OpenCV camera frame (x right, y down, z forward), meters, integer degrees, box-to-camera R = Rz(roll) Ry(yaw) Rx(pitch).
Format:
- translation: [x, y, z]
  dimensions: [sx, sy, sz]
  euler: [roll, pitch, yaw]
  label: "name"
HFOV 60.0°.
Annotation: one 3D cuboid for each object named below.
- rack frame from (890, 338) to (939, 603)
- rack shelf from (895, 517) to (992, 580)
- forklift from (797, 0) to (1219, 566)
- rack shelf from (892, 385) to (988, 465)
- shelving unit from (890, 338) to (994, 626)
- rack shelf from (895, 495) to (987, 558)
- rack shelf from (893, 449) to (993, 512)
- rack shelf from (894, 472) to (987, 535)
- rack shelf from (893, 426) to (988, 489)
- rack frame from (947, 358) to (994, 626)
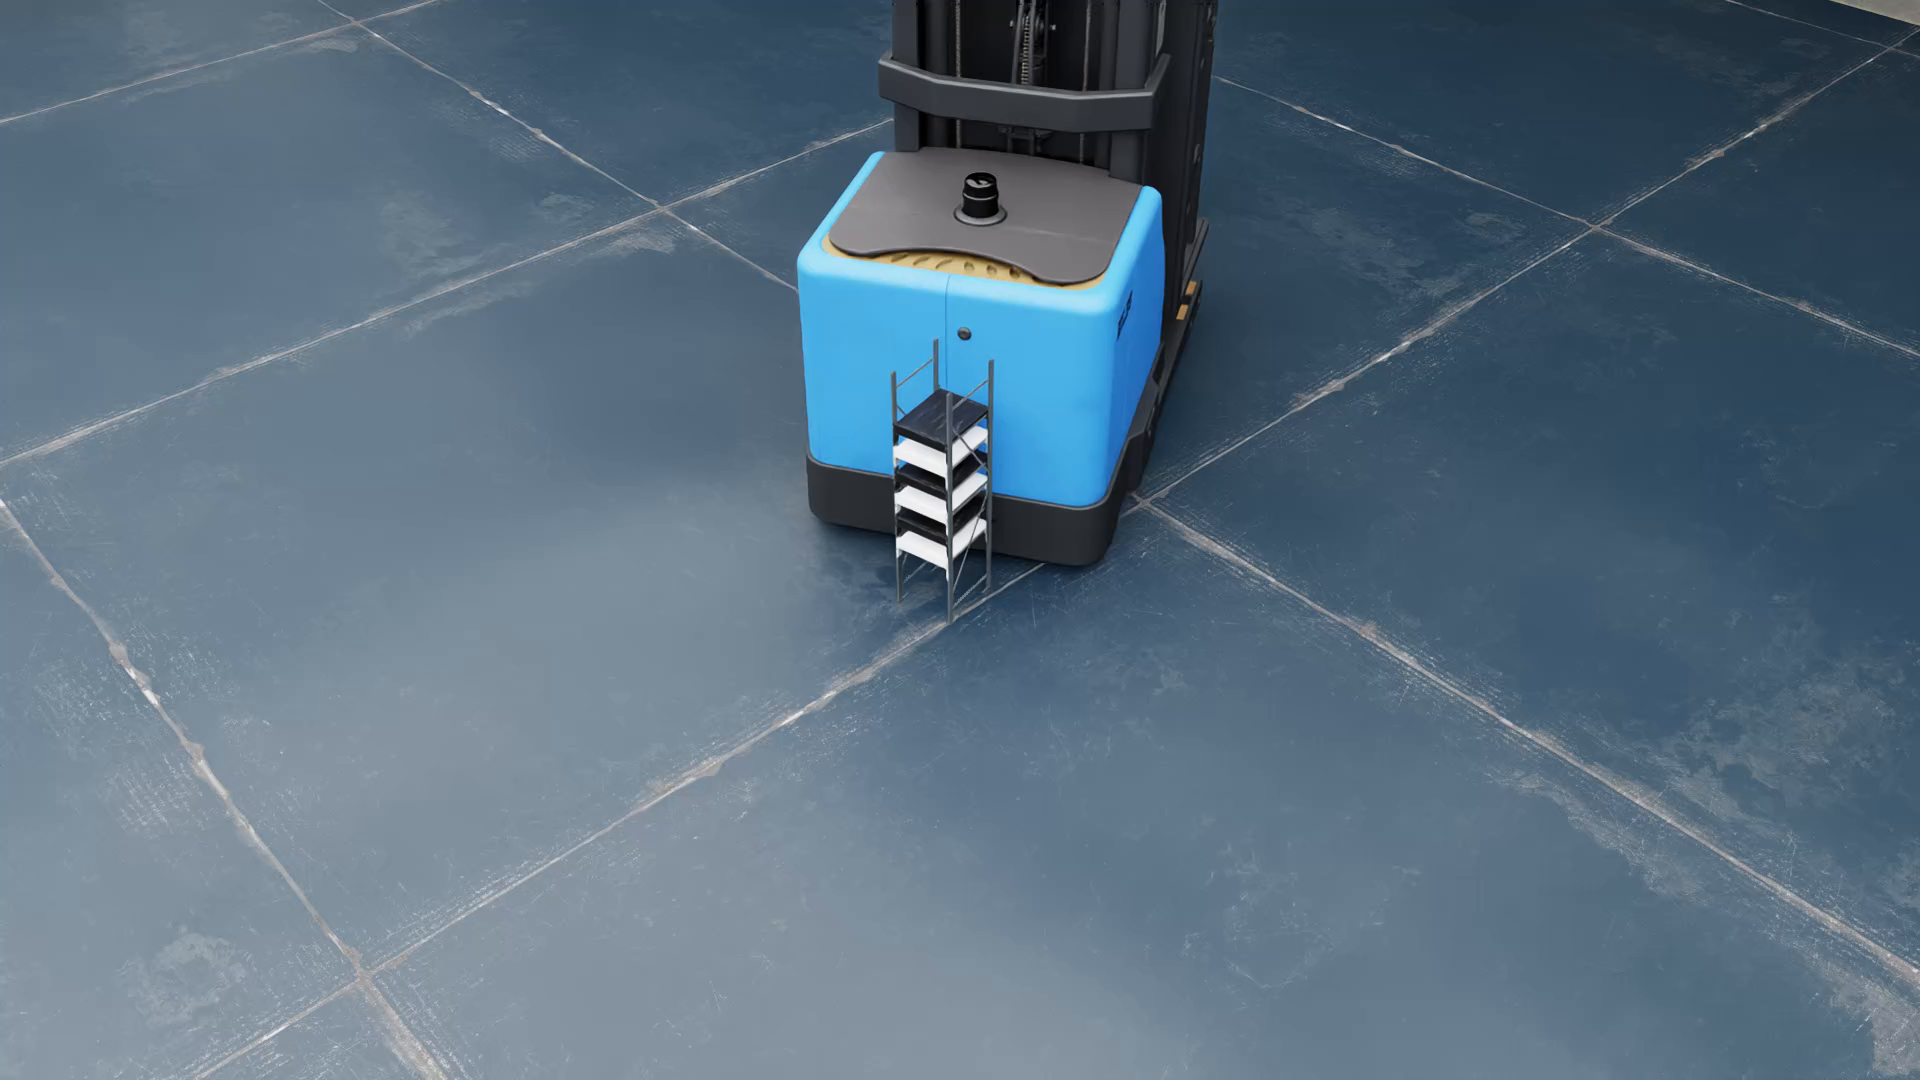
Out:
- translation: [-0.136, -0.206, 5.288]
  dimensions: [0.006, 0.900, 0.240]
  euler: [23, 44, 26]
  label: "rack frame"
- translation: [-0.052, -0.004, 5.378]
  dimensions: [0.200, 0.077, 0.258]
  euler: [23, 44, 26]
  label: "rack shelf"
- translation: [0.372, -1.986, 5.877]
  dimensions: [1.130, 2.935, 3.031]
  euler: [10, 40, 12]
  label: "forklift"
- translation: [-0.052, -0.354, 5.095]
  dimensions: [0.200, 0.077, 0.258]
  euler: [23, 44, 26]
  label: "rack shelf"
- translation: [-0.052, -0.170, 5.243]
  dimensions: [0.210, 0.900, 0.258]
  euler: [23, 44, 26]
  label: "shelving unit"
- translation: [-0.052, -0.074, 5.321]
  dimensions: [0.200, 0.077, 0.258]
  euler: [23, 44, 26]
  label: "rack shelf"
- translation: [-0.052, -0.214, 5.208]
  dimensions: [0.200, 0.077, 0.258]
  euler: [23, 44, 26]
  label: "rack shelf"
- translation: [-0.052, -0.144, 5.264]
  dimensions: [0.200, 0.077, 0.258]
  euler: [23, 44, 26]
  label: "rack shelf"
- translation: [-0.052, -0.284, 5.151]
  dimensions: [0.200, 0.077, 0.258]
  euler: [23, 44, 26]
  label: "rack shelf"
- translation: [0.032, -0.133, 5.199]
  dimensions: [0.006, 0.900, 0.240]
  euler: [23, 44, 26]
  label: "rack frame"
